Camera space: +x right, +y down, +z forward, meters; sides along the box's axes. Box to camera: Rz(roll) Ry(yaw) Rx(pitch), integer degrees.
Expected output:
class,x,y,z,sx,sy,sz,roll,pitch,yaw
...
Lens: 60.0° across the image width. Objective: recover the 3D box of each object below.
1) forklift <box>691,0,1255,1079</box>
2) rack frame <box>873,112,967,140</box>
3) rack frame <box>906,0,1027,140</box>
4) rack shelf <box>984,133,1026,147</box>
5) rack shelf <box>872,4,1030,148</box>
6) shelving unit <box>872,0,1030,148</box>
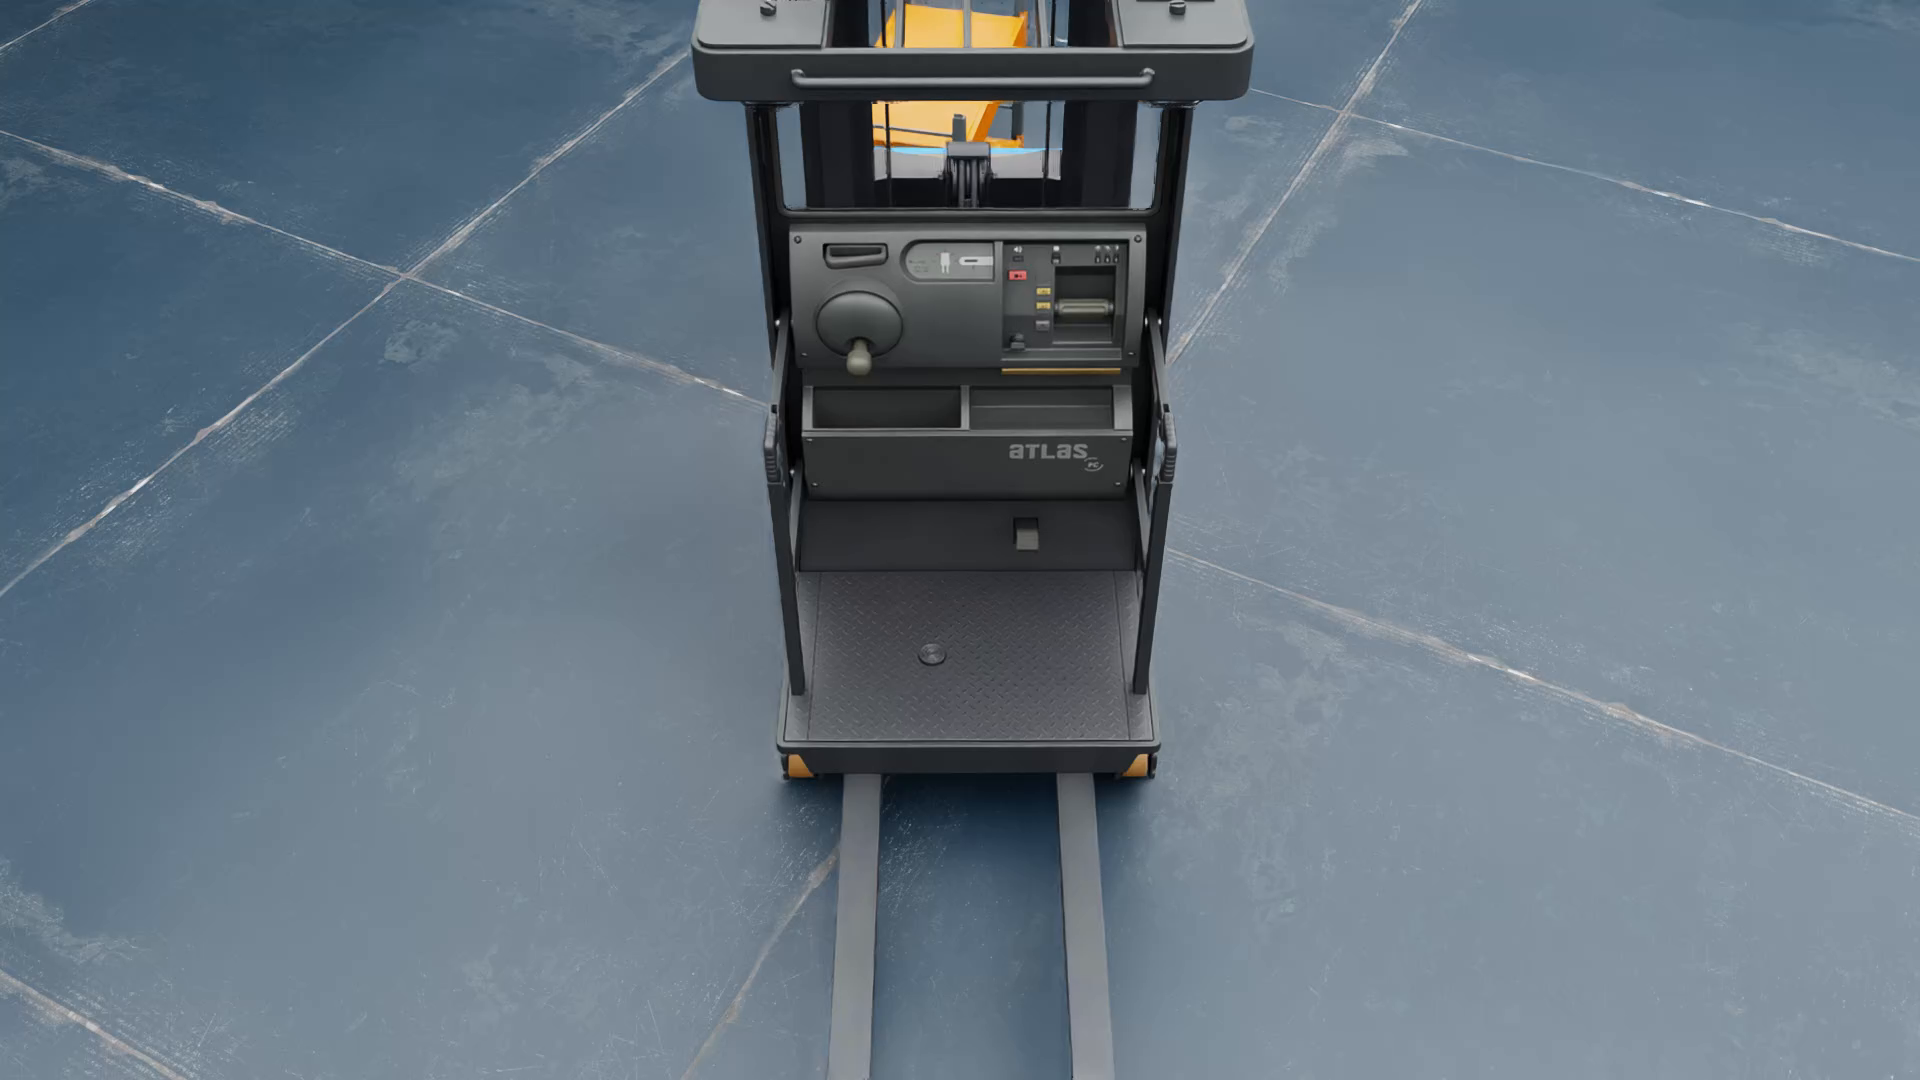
class,x,y,z,sx,sy,sz,roll,pitch,yaw
forklift,0.024,-0.538,4.221,1.130,2.935,3.031,0,45,0
rack frame,-0.225,-1.067,6.014,0.500,1.125,0.032,10,46,9
rack frame,0.010,-1.771,6.709,0.500,1.125,0.032,10,46,9
rack shelf,-0.107,-1.247,6.535,0.538,0.278,1.000,10,46,9
rack shelf,-0.107,-1.624,6.153,0.538,0.278,1.000,10,46,9
shelving unit,-0.107,-1.419,6.361,0.538,1.125,1.048,10,46,9
